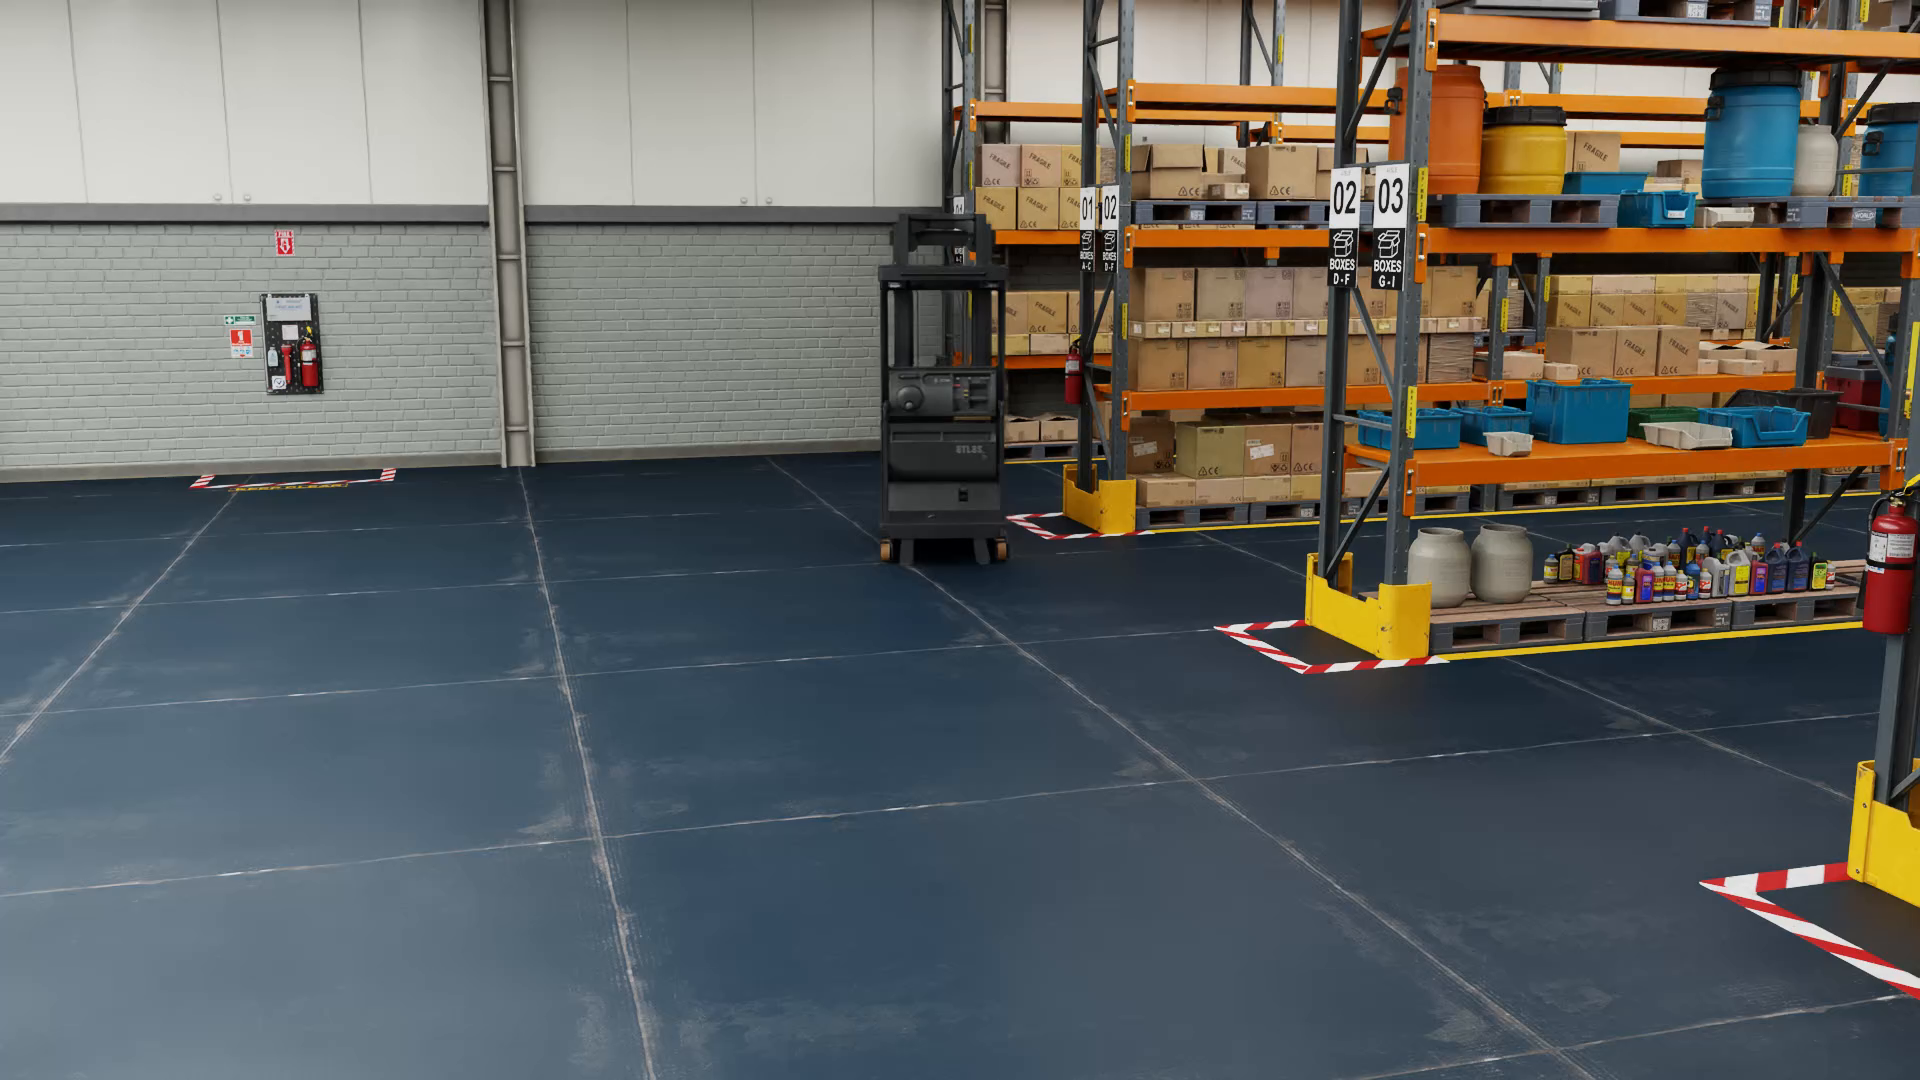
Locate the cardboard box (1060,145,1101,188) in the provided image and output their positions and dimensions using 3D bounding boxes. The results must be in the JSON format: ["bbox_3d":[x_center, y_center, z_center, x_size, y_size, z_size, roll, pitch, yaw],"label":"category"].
[{"bbox_3d":[1.395,-4.549,20.296,0.500,0.500,0.500,-3,11,-14],"label":"cardboard box"}]

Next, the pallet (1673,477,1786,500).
[{"bbox_3d":[8.241,-0.639,18.136,1.213,0.211,1.003,-3,11,-16],"label":"pallet"}]

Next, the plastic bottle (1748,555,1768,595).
[{"bbox_3d":[5.716,0.246,11.915,0.133,0.283,0.061,-2,11,-12],"label":"plastic bottle"}]

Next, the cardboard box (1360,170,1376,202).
[{"bbox_3d":[4.126,-3.542,16.621,0.500,0.311,0.500,-4,11,-19],"label":"cardboard box"}]

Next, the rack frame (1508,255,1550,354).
[{"bbox_3d":[7.654,-2.906,22.750,0.127,3.000,1.000,-3,11,-16],"label":"rack frame"}]

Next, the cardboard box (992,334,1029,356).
[{"bbox_3d":[0.530,-2.407,20.397,0.500,0.250,0.500,-3,11,-18],"label":"cardboard box"}]

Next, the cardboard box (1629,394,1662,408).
[{"bbox_3d":[9.240,-2.113,23.219,0.750,0.750,0.750,-3,11,-16],"label":"cardboard box"}]

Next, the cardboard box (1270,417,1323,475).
[{"bbox_3d":[3.379,-0.927,16.364,0.500,0.500,0.500,-3,11,-16],"label":"cardboard box"}]

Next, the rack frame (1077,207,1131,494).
[{"bbox_3d":[1.361,-1.640,15.874,0.127,3.000,1.000,-3,11,-16],"label":"rack frame"}]

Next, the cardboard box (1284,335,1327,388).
[{"bbox_3d":[3.299,-1.789,16.409,0.500,0.500,0.700,-3,11,-14],"label":"cardboard box"}]

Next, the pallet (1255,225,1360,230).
[{"bbox_3d":[4.436,-4.099,21.465,1.003,0.211,1.213,-3,11,-16],"label":"pallet"}]

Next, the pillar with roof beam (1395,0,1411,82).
[{"bbox_3d":[7.367,-5.192,18.601,0.400,9.000,9.100,-3,11,-16],"label":"pillar with roof beam"}]

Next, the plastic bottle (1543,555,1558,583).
[{"bbox_3d":[4.383,0.212,12.328,0.097,0.201,0.097,0,10,0],"label":"plastic bottle"}]

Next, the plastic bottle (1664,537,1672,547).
[{"bbox_3d":[5.340,0.118,12.613,0.133,0.283,0.061,-3,11,-13],"label":"plastic bottle"}]

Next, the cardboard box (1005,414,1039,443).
[{"bbox_3d":[0.662,-1.414,20.859,0.500,0.311,0.500,-4,11,-22],"label":"cardboard box"}]

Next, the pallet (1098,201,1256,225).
[{"bbox_3d":[2.047,-3.103,15.780,1.213,0.211,1.003,-3,11,-16],"label":"pallet"}]

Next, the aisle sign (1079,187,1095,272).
[{"bbox_3d":[1.216,-2.966,15.898,0.004,0.787,0.394,-3,11,-16],"label":"aisle sign"}]

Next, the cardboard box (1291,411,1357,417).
[{"bbox_3d":[3.709,-1.046,17.010,0.500,0.500,0.500,-3,11,-16],"label":"cardboard box"}]

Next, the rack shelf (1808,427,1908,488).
[{"bbox_3d":[8.503,-0.729,12.910,4.000,0.370,1.077,-3,11,-16],"label":"rack shelf"}]

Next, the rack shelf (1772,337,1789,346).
[{"bbox_3d":[13.415,-2.856,24.464,4.000,0.370,1.077,-3,11,-16],"label":"rack shelf"}]

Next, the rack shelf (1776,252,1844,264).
[{"bbox_3d":[10.963,-3.268,18.416,4.000,0.370,1.077,-3,11,-16],"label":"rack shelf"}]

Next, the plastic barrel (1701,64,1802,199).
[{"bbox_3d":[5.597,-2.878,11.768,0.708,0.901,0.600,-3,11,-16],"label":"plastic barrel"}]

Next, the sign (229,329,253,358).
[{"bbox_3d":[-8.301,-2.272,19.209,0.234,0.329,0.001,-3,11,-16],"label":"sign"}]

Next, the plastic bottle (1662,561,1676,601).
[{"bbox_3d":[4.995,0.287,11.729,0.097,0.271,0.097,0,10,0],"label":"plastic bottle"}]

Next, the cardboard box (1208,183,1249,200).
[{"bbox_3d":[2.540,-3.296,15.731,0.250,0.149,0.380,-3,11,-16],"label":"cardboard box"}]

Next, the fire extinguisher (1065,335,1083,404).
[{"bbox_3d":[1.118,-1.677,16.287,0.183,0.674,0.296,-3,11,-16],"label":"fire extinguisher"}]

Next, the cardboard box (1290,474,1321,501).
[{"bbox_3d":[3.379,-0.558,16.433,0.500,0.250,0.500,-3,11,-16],"label":"cardboard box"}]

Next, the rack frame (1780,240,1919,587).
[{"bbox_3d":[6.583,-0.981,12.295,0.127,3.000,1.000,-3,11,-16],"label":"rack frame"}]

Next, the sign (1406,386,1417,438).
[{"bbox_3d":[2.892,-0.819,10.650,0.005,0.325,0.100,-3,11,-16],"label":"sign"}]

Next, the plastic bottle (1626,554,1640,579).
[{"bbox_3d":[4.999,0.207,12.357,0.097,0.201,0.097,0,10,0],"label":"plastic bottle"}]

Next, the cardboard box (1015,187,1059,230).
[{"bbox_3d":[0.890,-4.030,20.238,0.500,0.500,0.500,-2,11,-12],"label":"cardboard box"}]

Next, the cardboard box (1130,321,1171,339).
[{"bbox_3d":[1.798,-1.991,15.711,0.250,0.149,0.380,-3,11,-16],"label":"cardboard box"}]

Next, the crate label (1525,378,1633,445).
[{"bbox_3d":[4.434,-0.936,11.954,0.616,0.435,0.502,-3,11,-16],"label":"crate label"}]

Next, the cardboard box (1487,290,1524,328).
[{"bbox_3d":[7.206,-3.146,22.562,0.500,0.500,0.700,-4,11,-23],"label":"cardboard box"}]

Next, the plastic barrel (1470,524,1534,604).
[{"bbox_3d":[3.834,0.166,11.774,0.421,0.512,0.421,0,10,0],"label":"plastic barrel"}]

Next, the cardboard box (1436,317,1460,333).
[{"bbox_3d":[4.763,-2.147,16.562,0.250,0.149,0.380,-3,11,-17],"label":"cardboard box"}]

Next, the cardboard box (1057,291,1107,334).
[{"bbox_3d":[1.491,-2.826,20.604,0.500,0.500,0.500,-3,11,-18],"label":"cardboard box"}]

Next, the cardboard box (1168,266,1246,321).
[{"bbox_3d":[2.367,-2.379,16.028,0.500,0.500,0.700,-3,11,-17],"label":"cardboard box"}]

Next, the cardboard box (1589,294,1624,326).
[{"bbox_3d":[8.698,-3.116,22.739,0.500,0.500,0.500,-3,11,-14],"label":"cardboard box"}]

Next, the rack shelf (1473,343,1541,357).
[{"bbox_3d":[5.734,-2.451,22.265,4.000,0.370,1.077,-3,11,-16],"label":"rack shelf"}]

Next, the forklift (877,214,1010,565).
[{"bbox_3d":[-0.144,-1.310,14.268,1.130,2.935,3.031,0,10,-1],"label":"forklift"}]

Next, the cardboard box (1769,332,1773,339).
[{"bbox_3d":[11.249,-2.928,23.510,0.250,0.149,0.380,-3,11,-15],"label":"cardboard box"}]

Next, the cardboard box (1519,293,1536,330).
[{"bbox_3d":[8.034,-3.181,23.091,0.500,0.500,0.500,-3,11,-16],"label":"cardboard box"}]

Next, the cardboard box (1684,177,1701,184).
[{"bbox_3d":[10.103,-4.784,23.176,0.500,0.500,0.700,-3,11,-17],"label":"cardboard box"}]

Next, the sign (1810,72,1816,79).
[{"bbox_3d":[11.658,-6.463,22.705,0.005,0.325,0.100,-3,11,-16],"label":"sign"}]

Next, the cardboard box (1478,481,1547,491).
[{"bbox_3d":[5.658,-0.674,17.061,0.500,0.250,0.500,-3,11,-17],"label":"cardboard box"}]

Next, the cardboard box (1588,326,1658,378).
[{"bbox_3d":[6.930,-1.980,17.443,0.500,0.500,0.500,-3,11,-16],"label":"cardboard box"}]

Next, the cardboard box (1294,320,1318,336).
[{"bbox_3d":[3.274,-2.068,16.132,0.250,0.149,0.380,-3,11,-15],"label":"cardboard box"}]

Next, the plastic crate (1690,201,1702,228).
[{"bbox_3d":[4.992,-2.320,11.866,0.450,0.188,0.336,-3,11,-16],"label":"plastic crate"}]

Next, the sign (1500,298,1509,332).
[{"bbox_3d":[5.358,-2.211,16.364,0.005,0.325,0.100,-3,11,-16],"label":"sign"}]

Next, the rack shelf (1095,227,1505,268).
[{"bbox_3d":[3.281,-2.863,16.217,4.000,0.370,1.077,-3,11,-16],"label":"rack shelf"}]

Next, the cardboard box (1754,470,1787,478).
[{"bbox_3d":[8.605,-0.830,17.909,0.500,0.250,0.500,-3,11,-15],"label":"cardboard box"}]

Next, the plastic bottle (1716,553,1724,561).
[{"bbox_3d":[5.497,0.231,12.000,0.133,0.283,0.061,-3,11,-16],"label":"plastic bottle"}]

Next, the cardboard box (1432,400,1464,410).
[{"bbox_3d":[6.450,-1.842,22.657,0.500,0.500,0.700,-3,11,-16],"label":"cardboard box"}]

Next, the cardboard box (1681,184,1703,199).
[{"bbox_3d":[7.572,-3.563,17.291,0.500,0.250,0.500,-3,11,-17],"label":"cardboard box"}]

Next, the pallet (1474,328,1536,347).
[{"bbox_3d":[7.000,-2.757,22.470,1.003,0.211,1.213,-3,11,-16],"label":"pallet"}]

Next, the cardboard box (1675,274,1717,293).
[{"bbox_3d":[10.134,-3.564,23.102,0.500,0.250,0.500,-3,11,-15],"label":"cardboard box"}]
